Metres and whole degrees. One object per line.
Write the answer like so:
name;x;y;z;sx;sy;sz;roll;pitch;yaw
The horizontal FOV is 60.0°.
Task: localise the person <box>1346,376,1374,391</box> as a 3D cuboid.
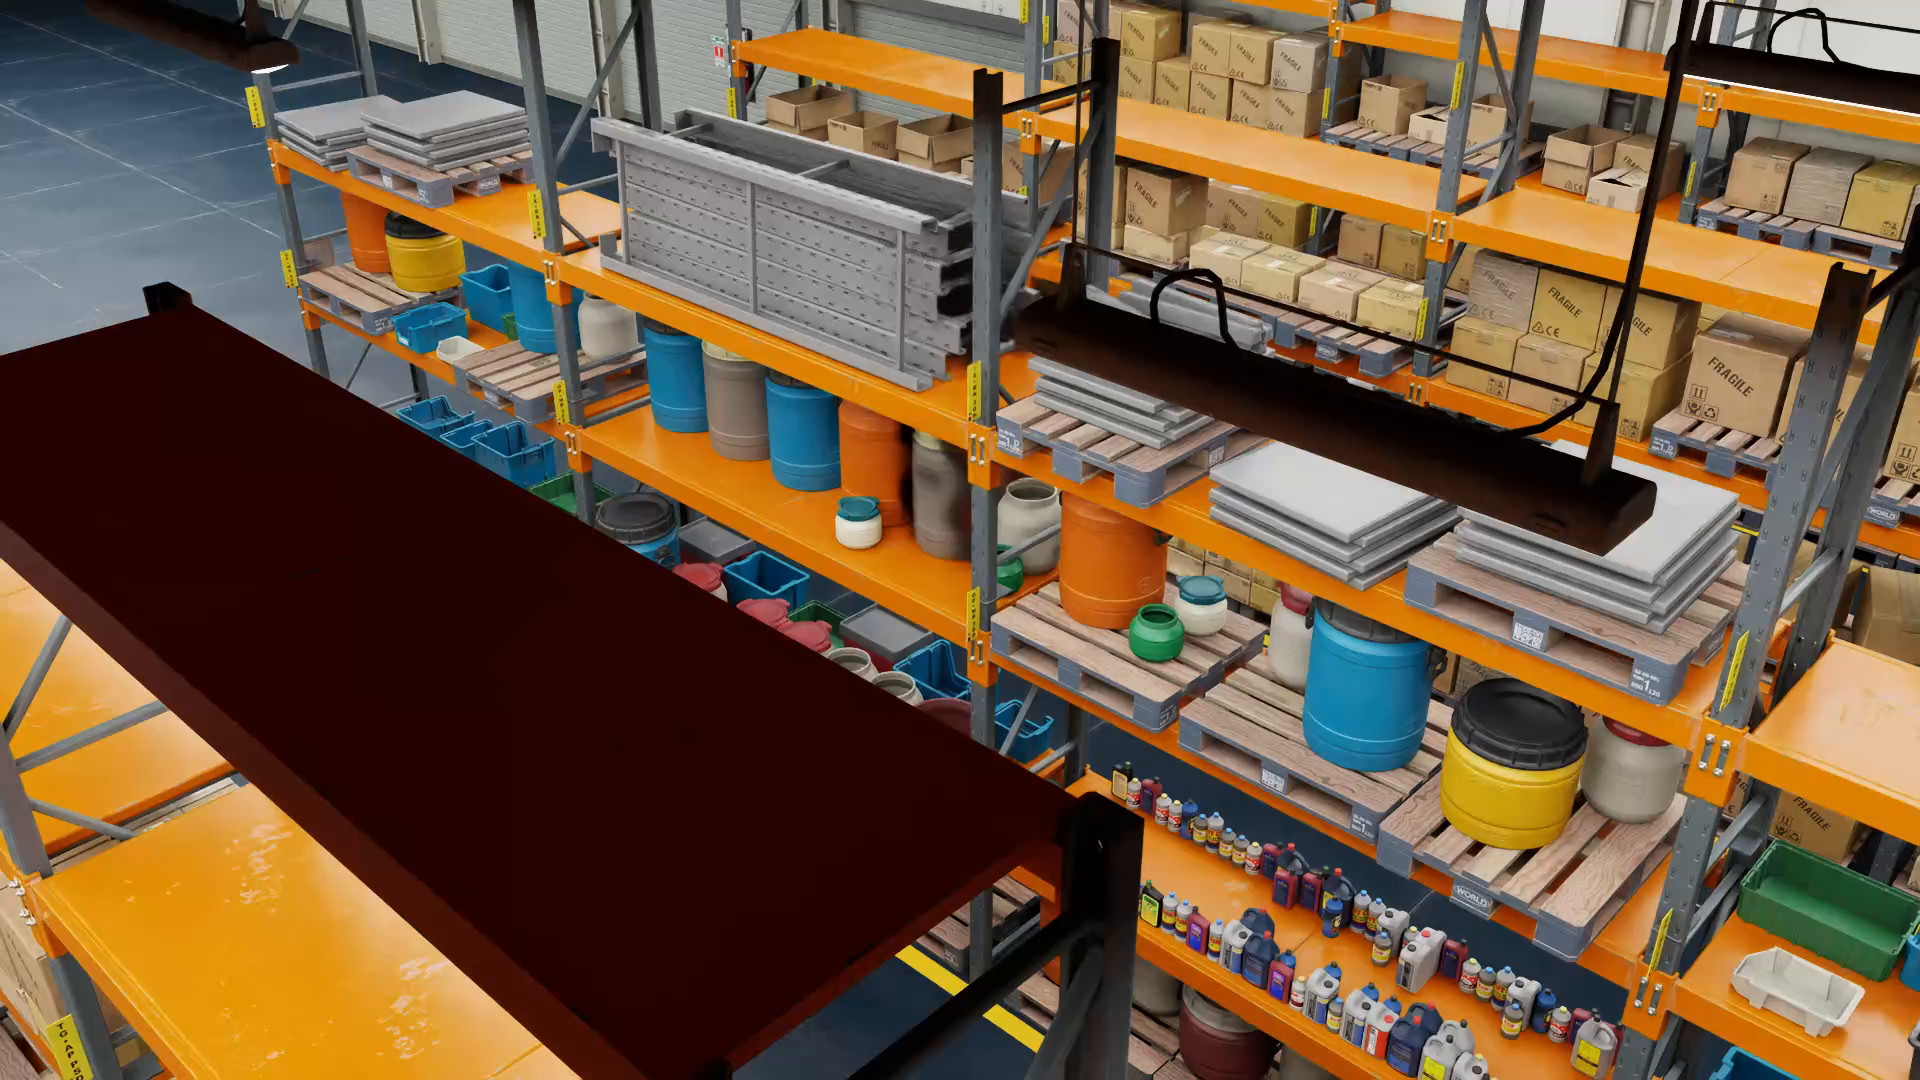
person;3.906;-0.737;15.789;0.821;1.739;0.659;21;35;32
